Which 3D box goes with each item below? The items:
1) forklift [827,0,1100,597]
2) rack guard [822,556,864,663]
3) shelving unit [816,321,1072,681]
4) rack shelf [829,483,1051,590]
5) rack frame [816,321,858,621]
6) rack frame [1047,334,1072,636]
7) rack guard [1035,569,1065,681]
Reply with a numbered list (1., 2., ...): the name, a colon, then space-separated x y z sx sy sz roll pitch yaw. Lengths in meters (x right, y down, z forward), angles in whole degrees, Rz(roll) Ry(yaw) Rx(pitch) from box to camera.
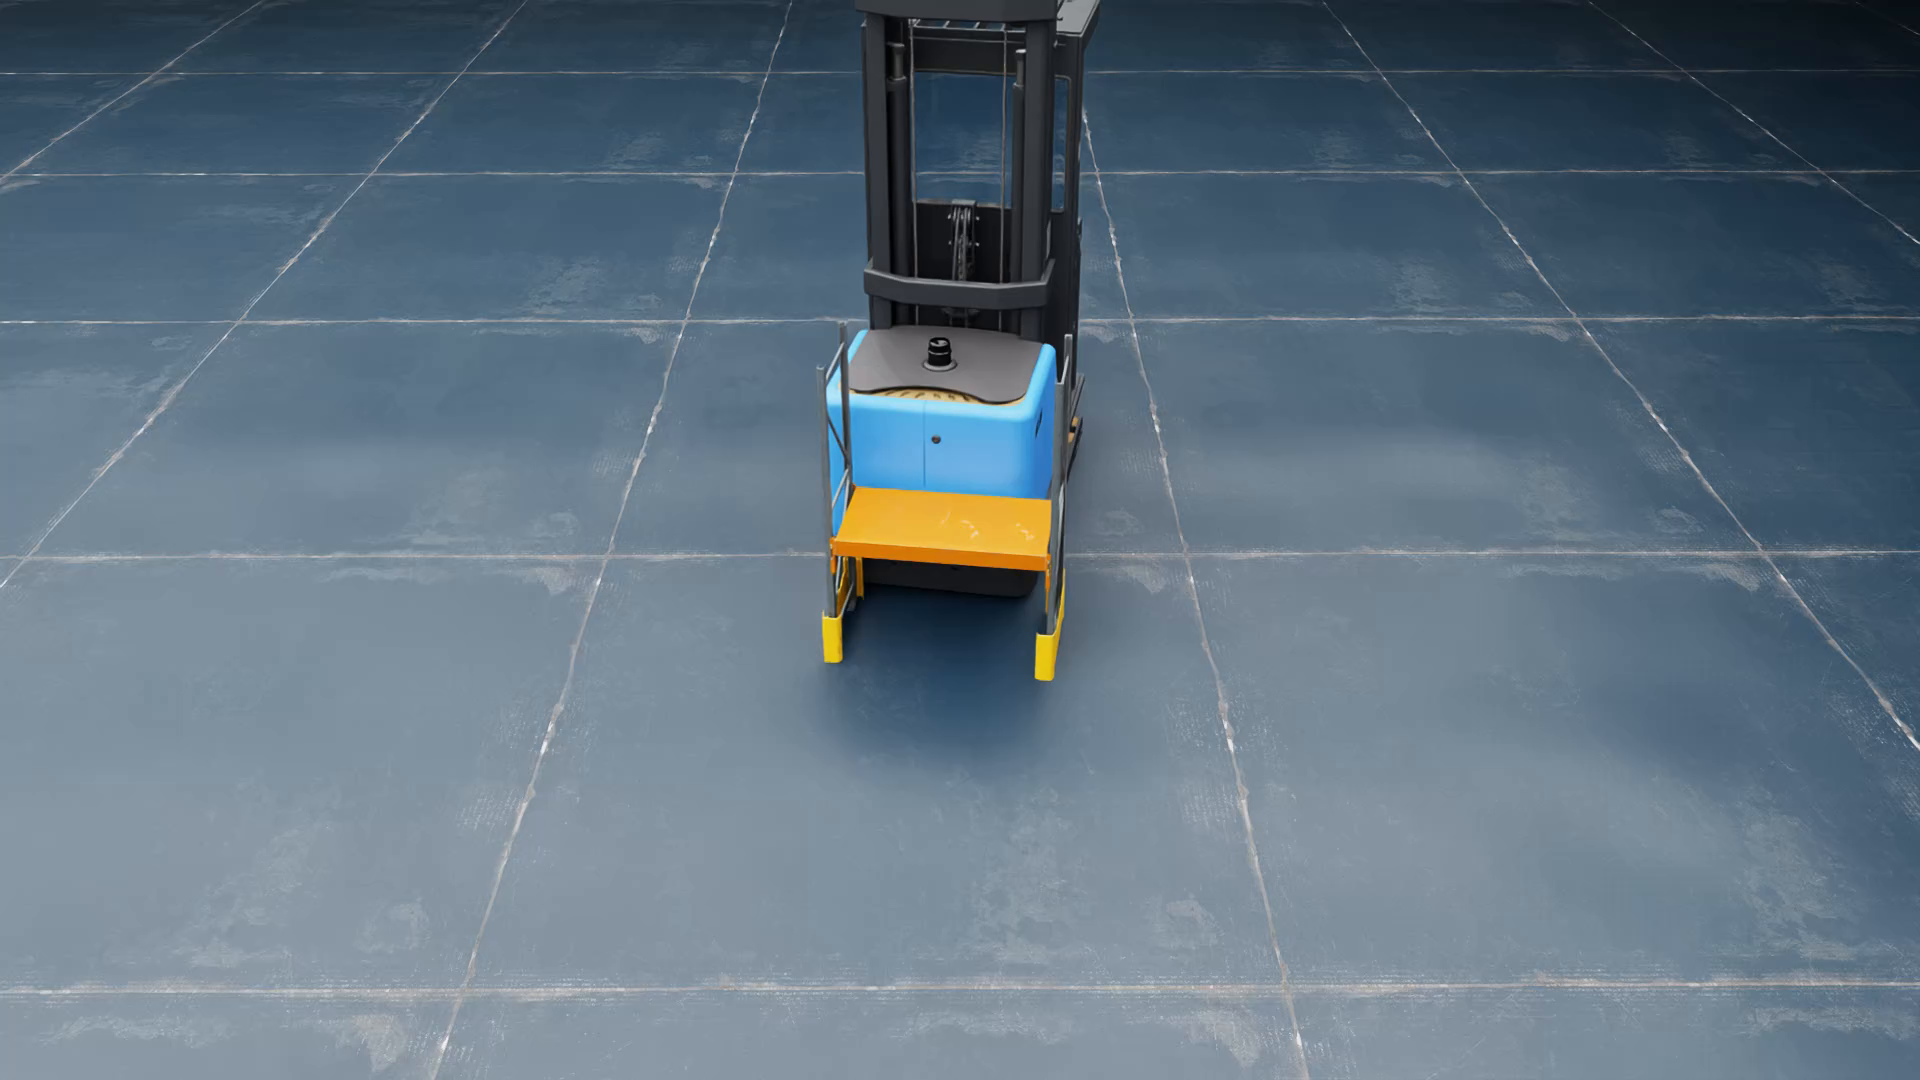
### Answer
1. forklift: 0.105 -1.725 8.767 1.130 2.935 3.031 5 32 9
2. rack guard: -0.559 0.320 7.982 0.087 0.250 0.587 4 32 7
3. shelving unit: -0.066 -0.178 7.598 1.083 1.500 0.587 4 32 7
4. rack shelf: -0.057 -0.024 7.690 1.000 0.185 0.538 4 32 7
5. rack frame: -0.560 -0.215 7.658 0.032 1.500 0.500 4 32 7
6. rack frame: 0.447 -0.140 7.535 0.032 1.500 0.500 4 32 7
7. rack guard: 0.427 0.393 7.861 0.087 0.250 0.587 4 32 7
